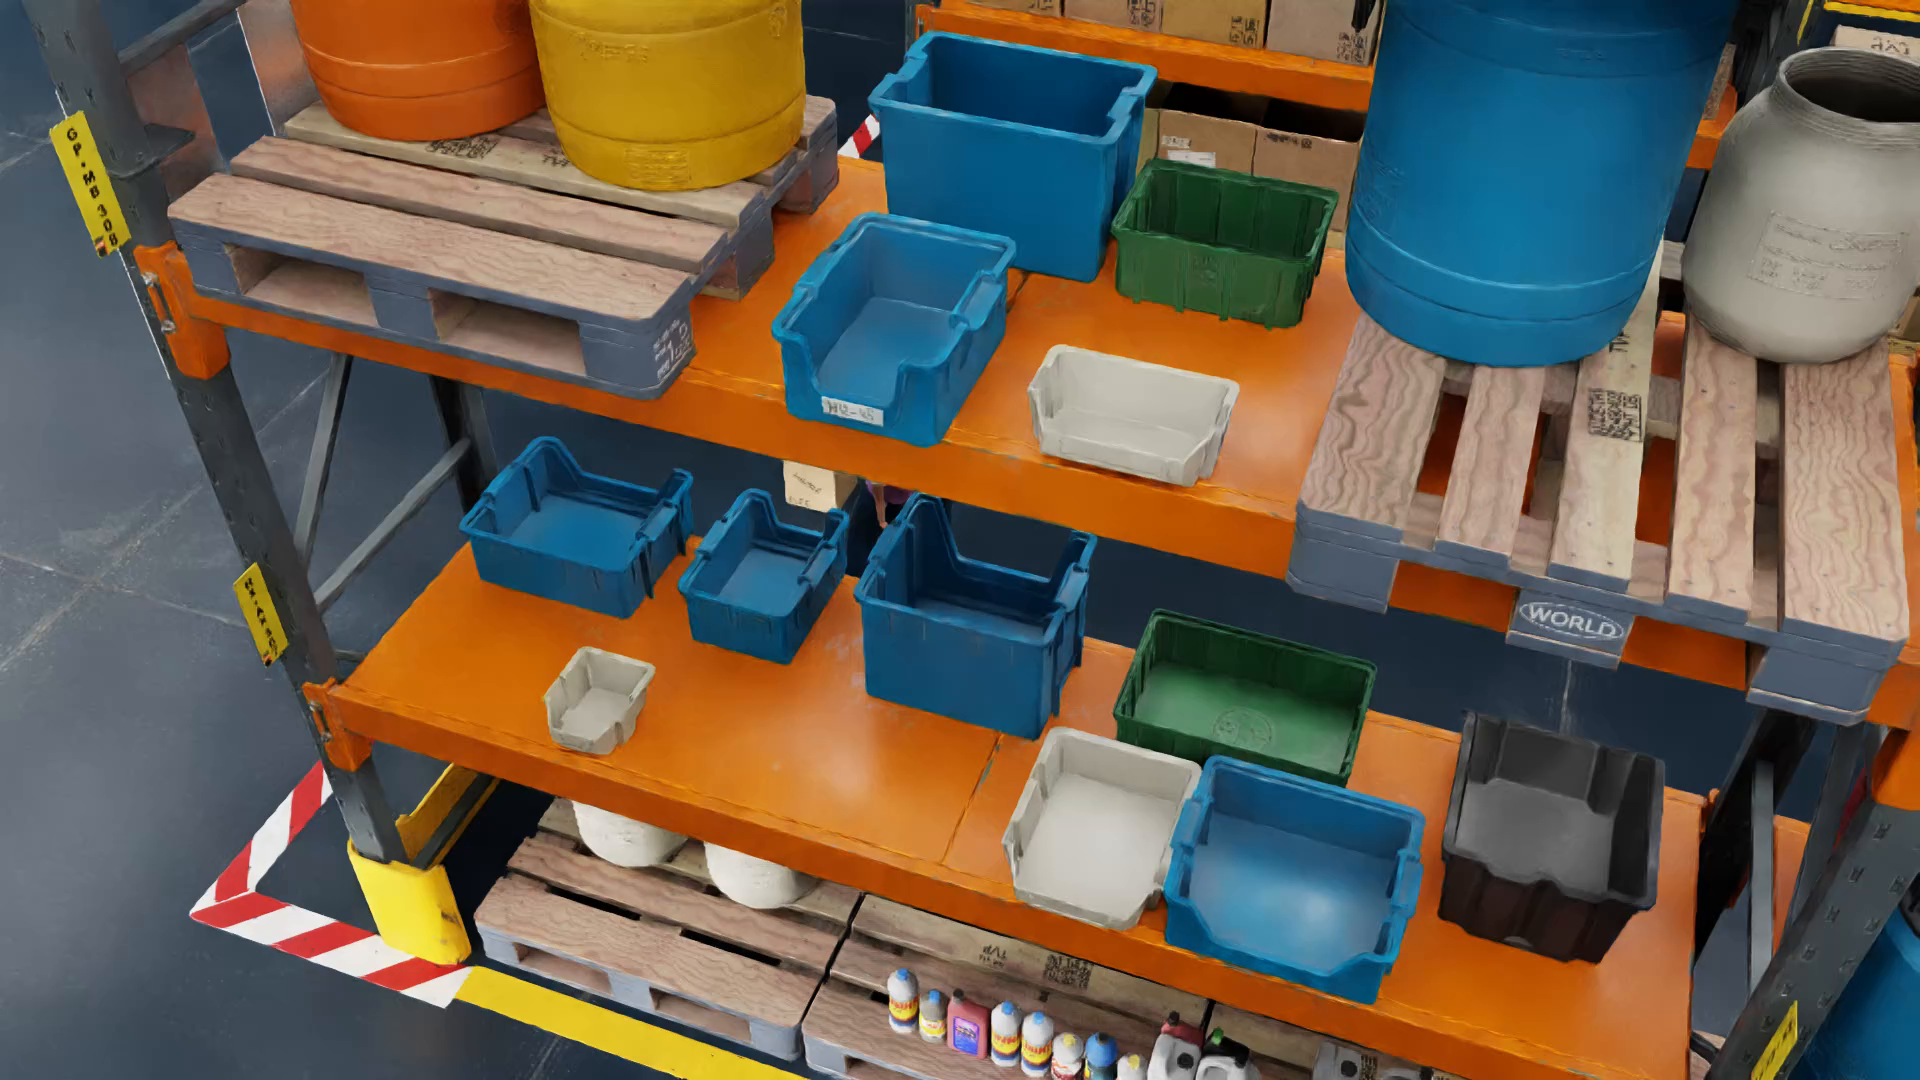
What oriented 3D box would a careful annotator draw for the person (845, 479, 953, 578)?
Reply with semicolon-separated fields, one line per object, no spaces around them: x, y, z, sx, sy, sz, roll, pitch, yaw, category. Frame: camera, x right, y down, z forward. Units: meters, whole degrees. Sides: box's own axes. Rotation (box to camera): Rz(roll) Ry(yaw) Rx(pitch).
-0.257;-0.255;6.460;0.458;1.536;0.832;-24;47;-24;person
